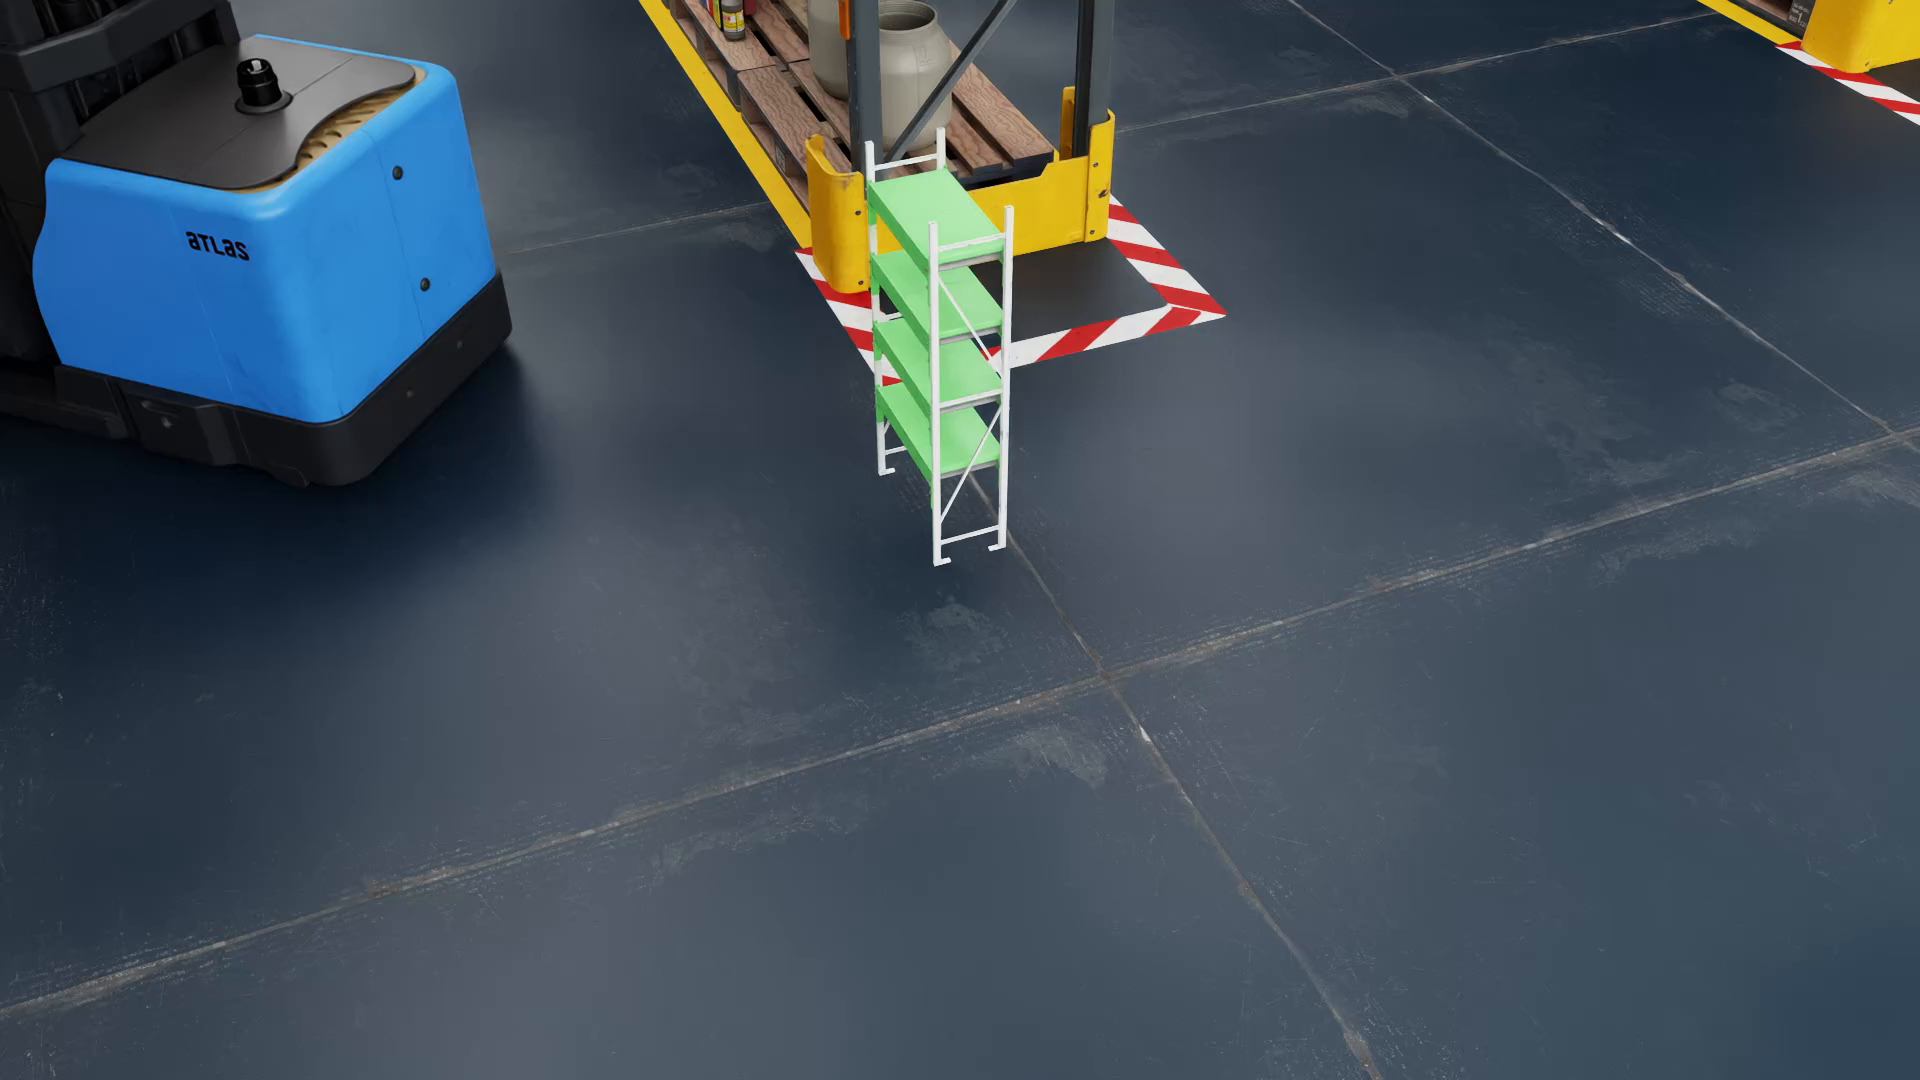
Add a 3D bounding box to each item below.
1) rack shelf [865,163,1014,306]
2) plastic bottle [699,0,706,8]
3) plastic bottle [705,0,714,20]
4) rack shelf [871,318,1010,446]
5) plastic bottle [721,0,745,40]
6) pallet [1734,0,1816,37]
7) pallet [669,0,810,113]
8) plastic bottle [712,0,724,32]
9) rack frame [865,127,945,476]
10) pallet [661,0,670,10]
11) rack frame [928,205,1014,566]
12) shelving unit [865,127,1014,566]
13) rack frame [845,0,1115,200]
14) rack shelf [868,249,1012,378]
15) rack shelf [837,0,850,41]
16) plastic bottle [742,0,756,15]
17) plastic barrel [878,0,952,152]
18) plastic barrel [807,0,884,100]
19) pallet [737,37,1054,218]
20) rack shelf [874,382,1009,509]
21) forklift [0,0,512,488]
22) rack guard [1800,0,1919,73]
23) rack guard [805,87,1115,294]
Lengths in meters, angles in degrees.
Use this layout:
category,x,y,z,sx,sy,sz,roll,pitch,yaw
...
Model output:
category,x,y,z,sx,sy,sz,roll,pitch,yaw
rack shelf,-0.063,-0.870,4.703,0.258,0.148,0.480,-15,43,-17
plastic bottle,-1.152,-2.652,7.785,0.152,0.276,0.135,-16,43,-18
plastic bottle,-1.099,-2.568,7.688,0.152,0.276,0.135,-15,43,-17
rack shelf,-0.063,-0.506,5.016,0.258,0.148,0.480,-15,43,-17
plastic bottle,-1.028,-2.381,7.527,0.097,0.201,0.097,0,41,0
pallet,4.349,-3.001,8.578,1.003,0.211,1.213,-15,43,-17
pallet,-0.762,-2.480,7.972,1.003,0.211,1.213,-15,43,-17
plastic bottle,-1.089,-2.478,7.577,0.061,0.283,0.133,-14,43,-16
rack frame,-0.157,-0.702,5.146,0.240,1.200,0.015,-15,43,-17
pallet,-1.232,-3.216,8.828,1.003,0.211,1.213,-15,43,-17
rack frame,0.030,-0.408,4.804,0.240,1.200,0.015,-15,43,-17
shelving unit,-0.063,-0.555,4.975,0.258,1.200,0.503,-15,43,-17
rack frame,0.080,-2.279,5.599,1.000,3.000,0.127,-15,43,-17
rack shelf,-0.063,-0.688,4.860,0.258,0.148,0.480,-15,43,-17
rack shelf,-0.685,-3.211,7.235,1.077,0.370,4.000,-15,43,-17
plastic bottle,-1.001,-2.598,7.717,0.061,0.283,0.133,-15,43,-17
plastic barrel,-0.243,-1.872,6.712,0.421,0.512,0.421,0,41,0
plastic barrel,-0.434,-2.174,7.063,0.421,0.512,0.421,0,41,0
pallet,-0.299,-1.746,7.119,1.003,0.211,1.213,-15,43,-17
rack shelf,-0.063,-0.324,5.173,0.258,0.148,0.480,-15,43,-17
forklift,-3.195,-1.864,5.170,3.031,2.935,1.130,13,42,15
rack guard,4.627,-2.612,7.904,1.175,0.500,0.348,-15,43,-17
rack guard,0.007,-1.365,6.454,1.175,0.500,0.348,-15,43,-17
